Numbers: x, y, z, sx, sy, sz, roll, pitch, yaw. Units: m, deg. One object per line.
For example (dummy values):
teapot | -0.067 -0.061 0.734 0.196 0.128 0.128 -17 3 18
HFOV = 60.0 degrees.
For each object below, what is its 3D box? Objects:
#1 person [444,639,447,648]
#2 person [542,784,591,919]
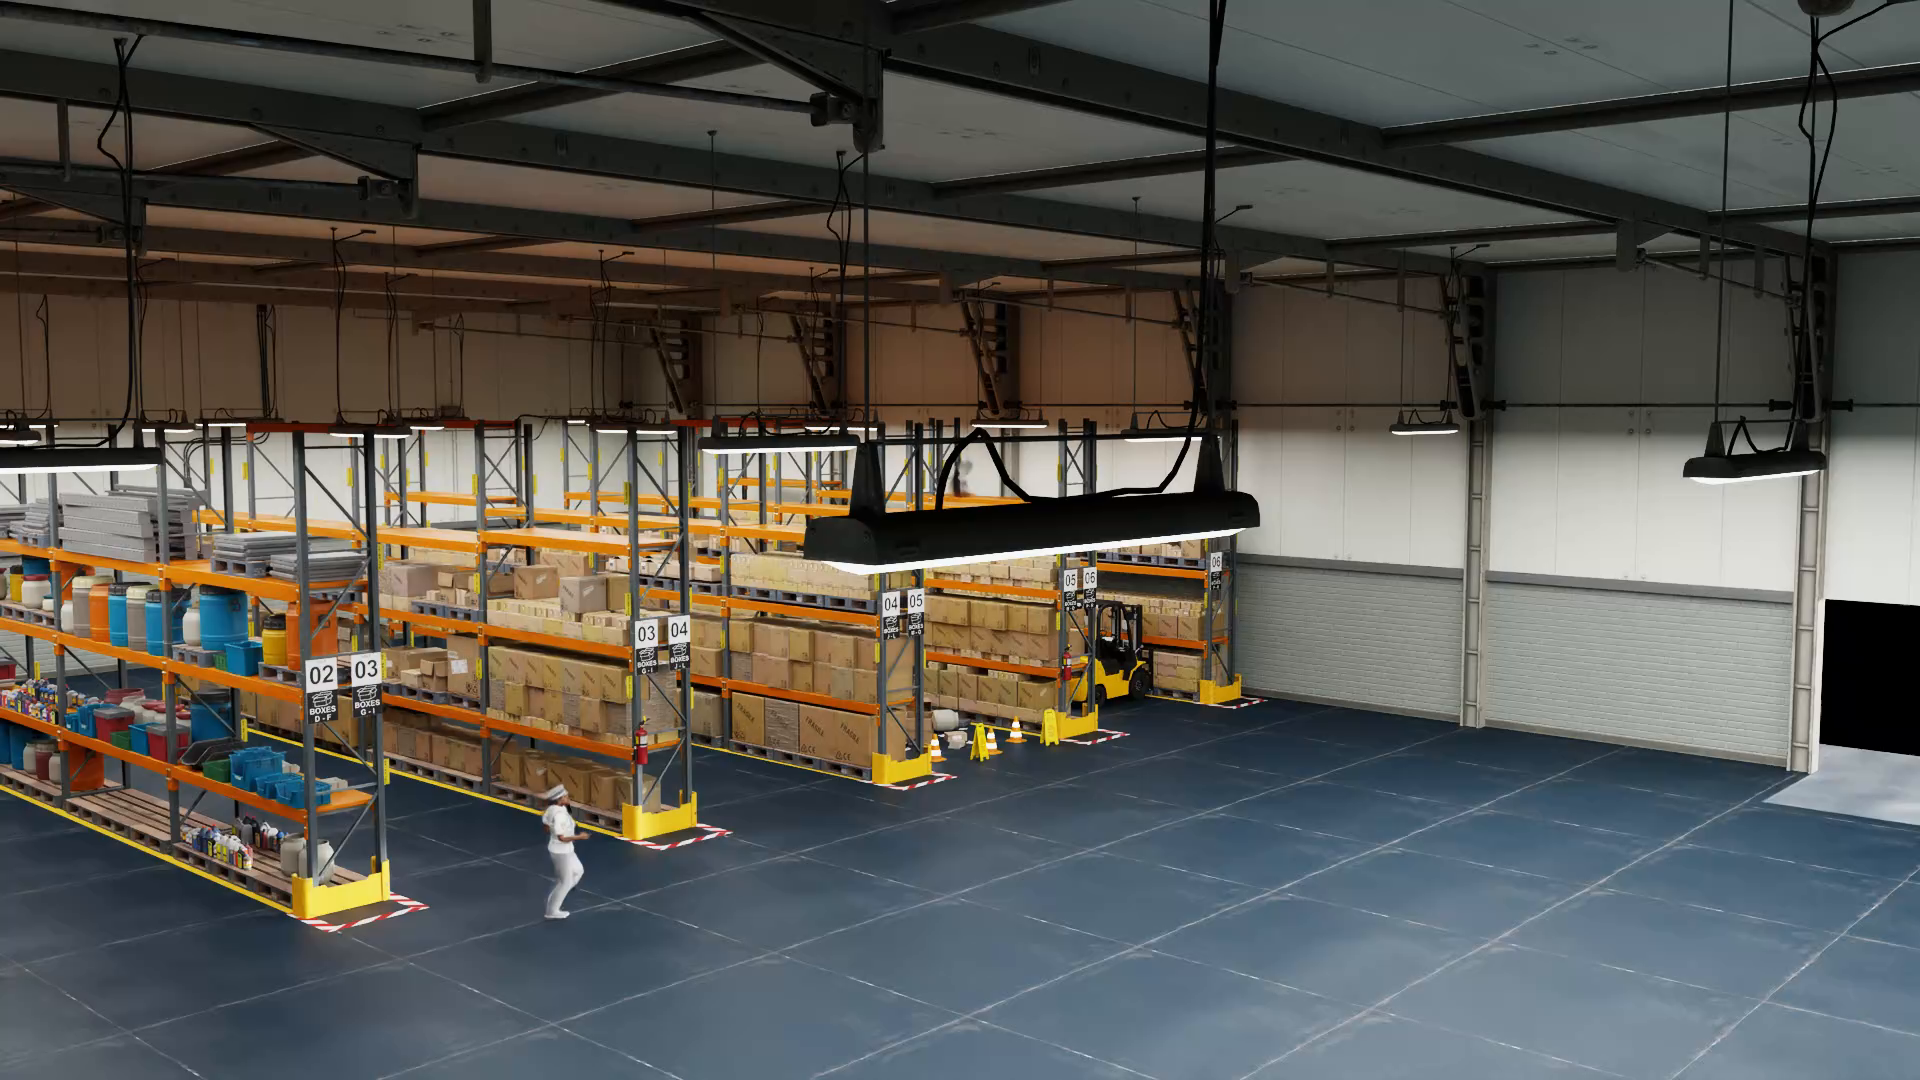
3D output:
person | -12.257 2.187 40.286 0.537 1.728 0.714 1 5 16
person | -4.840 3.817 20.474 0.572 1.663 0.563 -2 5 -20
